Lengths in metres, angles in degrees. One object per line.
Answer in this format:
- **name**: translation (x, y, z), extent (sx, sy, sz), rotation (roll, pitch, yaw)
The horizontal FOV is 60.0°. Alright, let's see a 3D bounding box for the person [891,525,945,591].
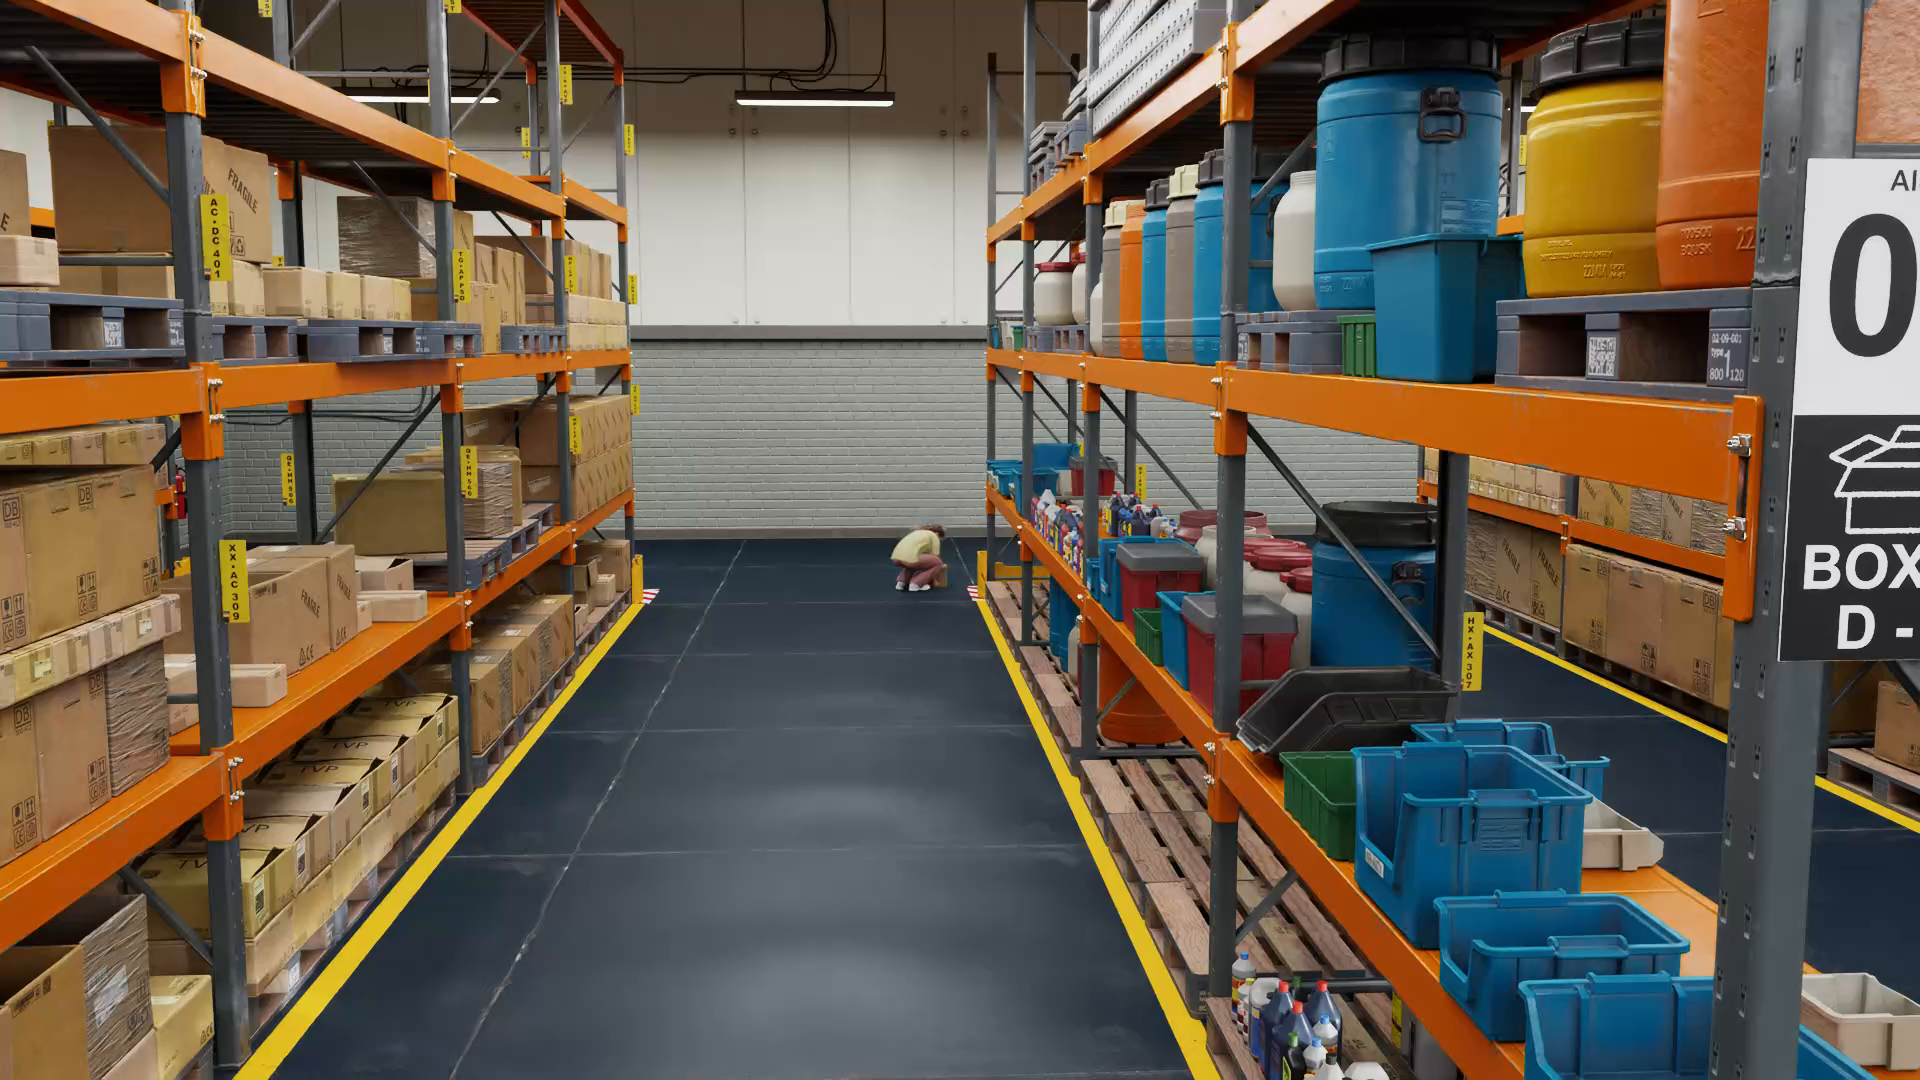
- **person**: translation (-0.458, 0.230, 19.509), extent (0.476, 0.805, 0.832), rotation (6, 9, 41)
